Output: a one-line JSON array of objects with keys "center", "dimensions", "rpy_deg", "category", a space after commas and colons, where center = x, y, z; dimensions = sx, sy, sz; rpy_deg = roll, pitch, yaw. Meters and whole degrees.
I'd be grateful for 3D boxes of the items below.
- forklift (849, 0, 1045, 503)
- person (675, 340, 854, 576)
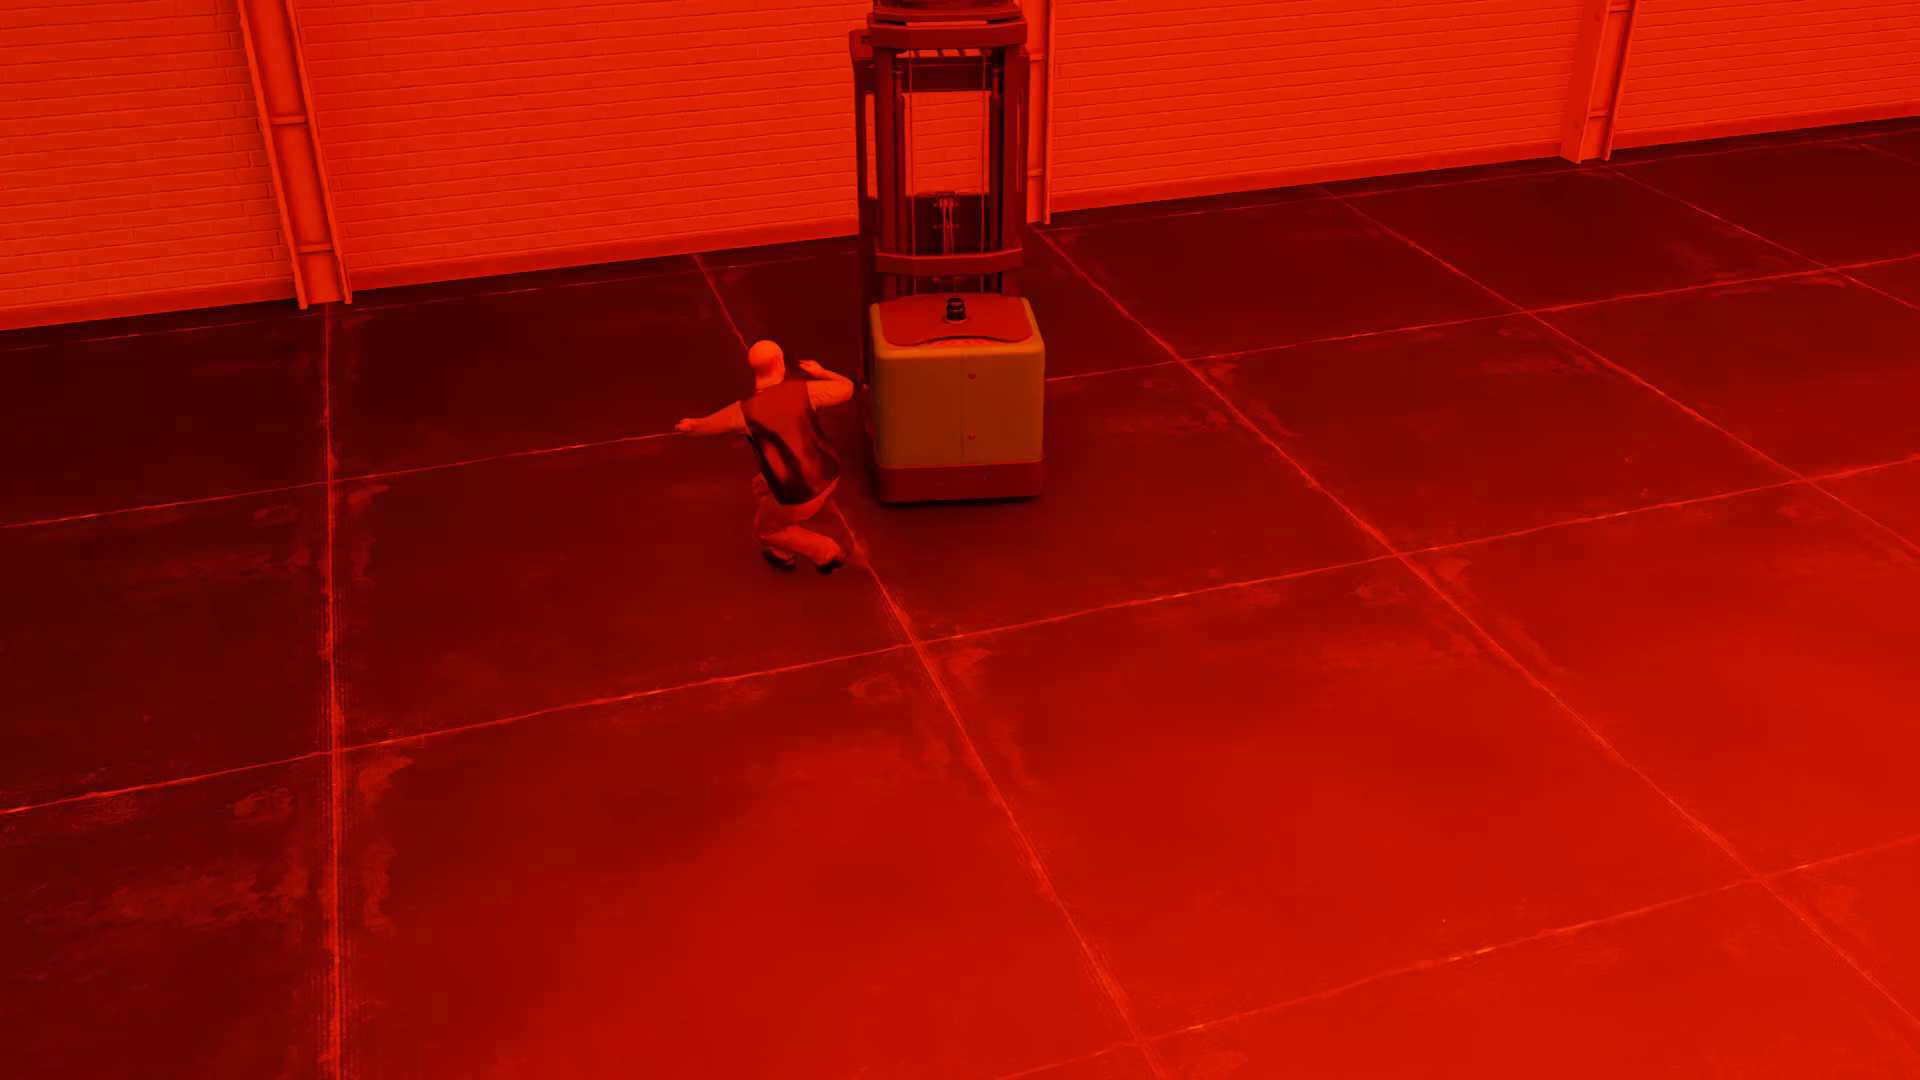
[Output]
[{"center": [-0.137, -2.212, 10.931], "dimensions": [1.130, 2.935, 3.031], "rpy_deg": [-3, 30, -5], "category": "forklift"}, {"center": [-1.066, -0.490, 9.438], "dimensions": [1.048, 1.451, 0.771], "rpy_deg": [20, 36, 31], "category": "person"}]
